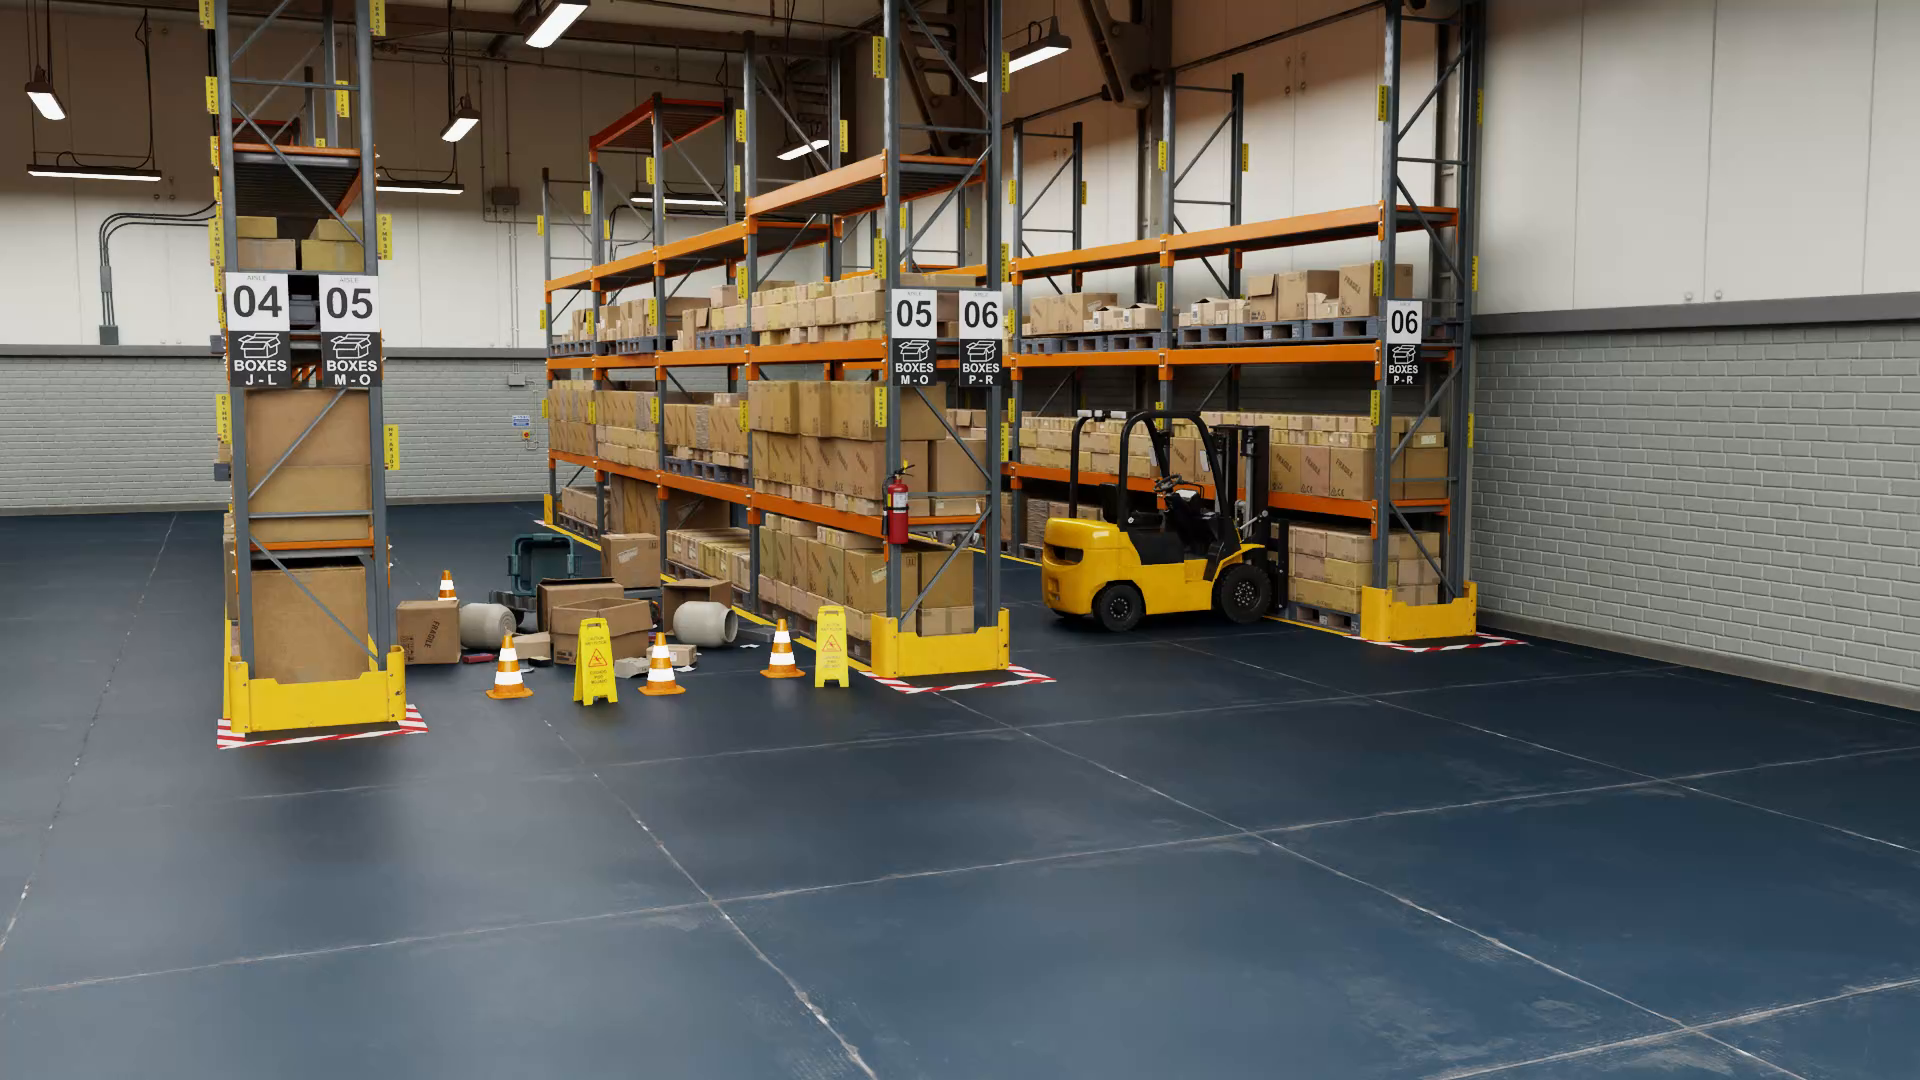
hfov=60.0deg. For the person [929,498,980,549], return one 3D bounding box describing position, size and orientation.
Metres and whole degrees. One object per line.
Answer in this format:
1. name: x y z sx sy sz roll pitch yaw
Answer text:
1. person: -0.058 -0.106 17.839 0.580 1.694 0.529 0 6 -5
